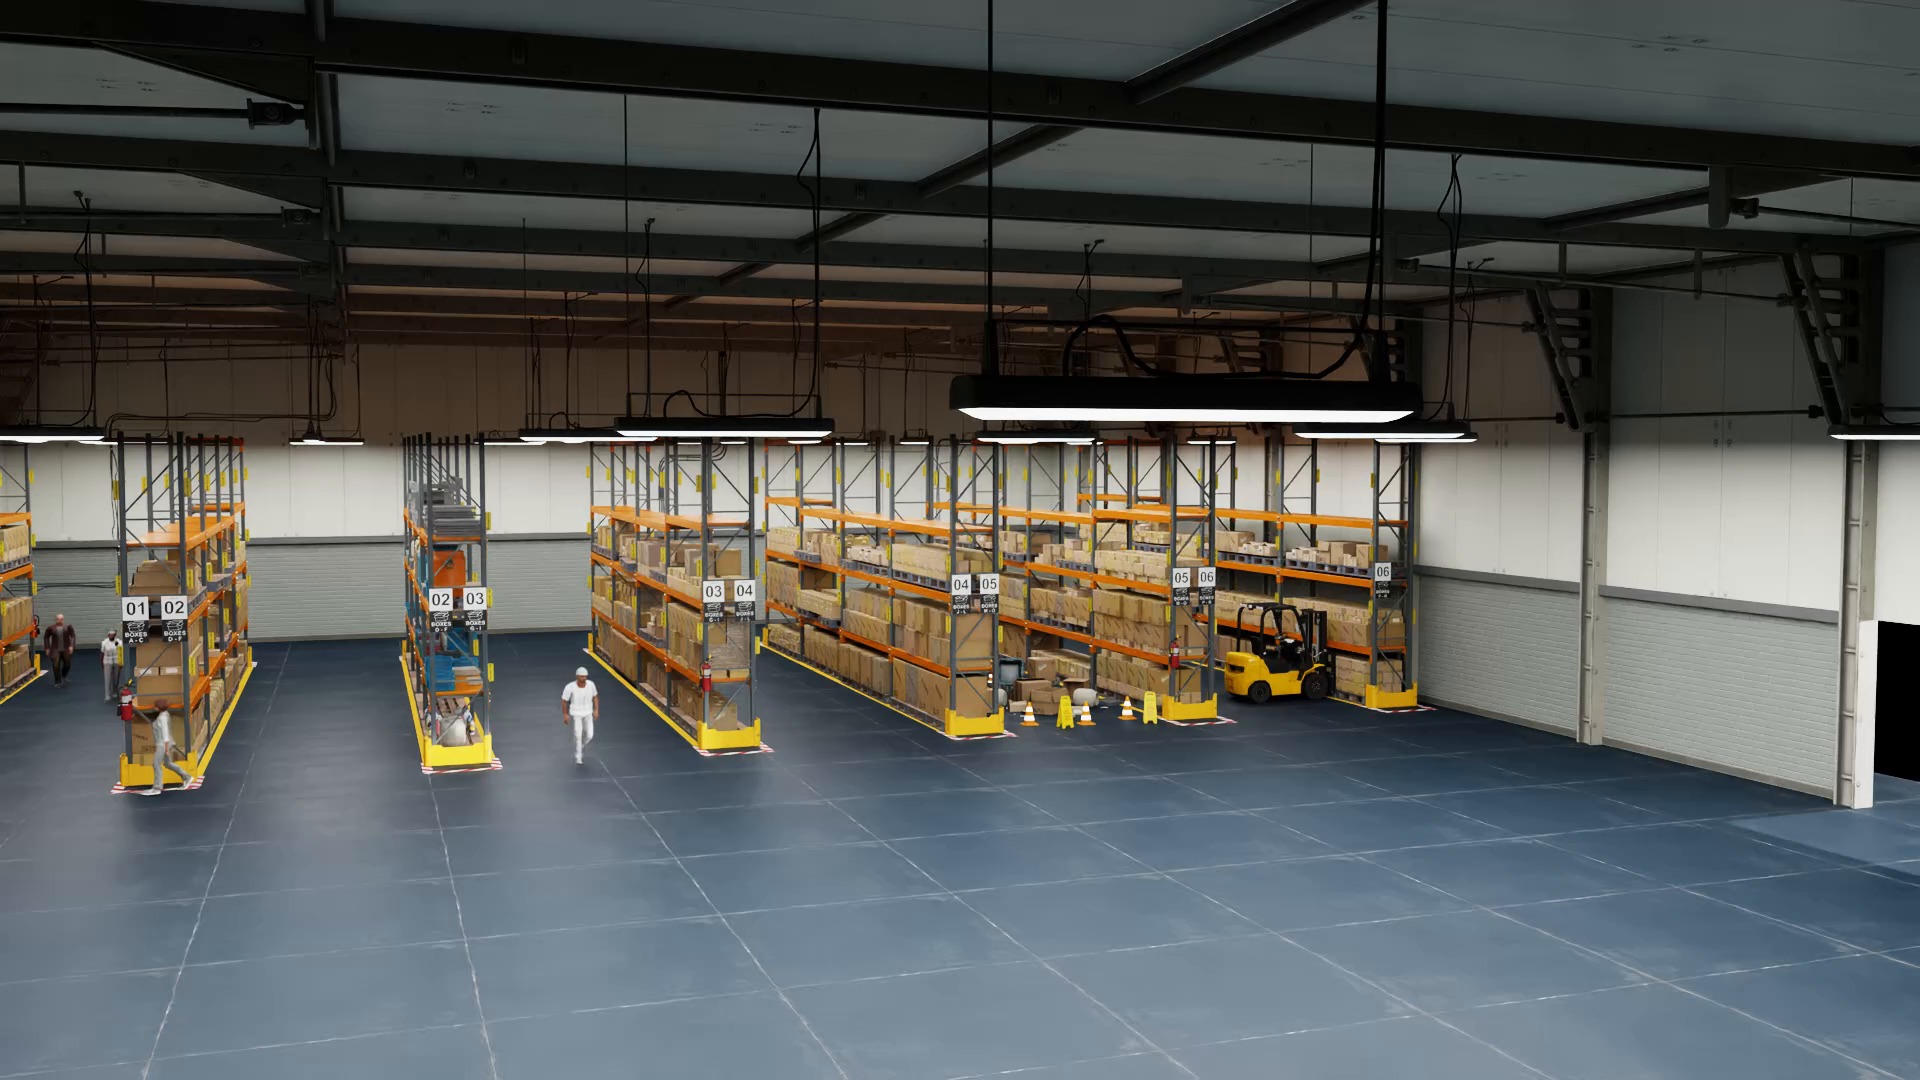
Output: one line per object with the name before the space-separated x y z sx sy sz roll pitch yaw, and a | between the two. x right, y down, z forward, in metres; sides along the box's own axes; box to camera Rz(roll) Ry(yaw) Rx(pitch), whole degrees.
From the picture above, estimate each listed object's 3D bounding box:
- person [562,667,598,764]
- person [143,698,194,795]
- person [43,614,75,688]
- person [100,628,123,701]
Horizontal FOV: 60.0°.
person | -6.942 3.176 30.335 0.672 1.744 0.623 -2 4 -33
person | -13.123 3.399 27.537 0.734 1.583 0.414 -1 3 -17
person | -21.611 2.641 39.914 0.669 1.762 0.754 -2 4 -32
person | -19.181 2.801 37.635 0.470 1.623 0.977 -2 4 -35
